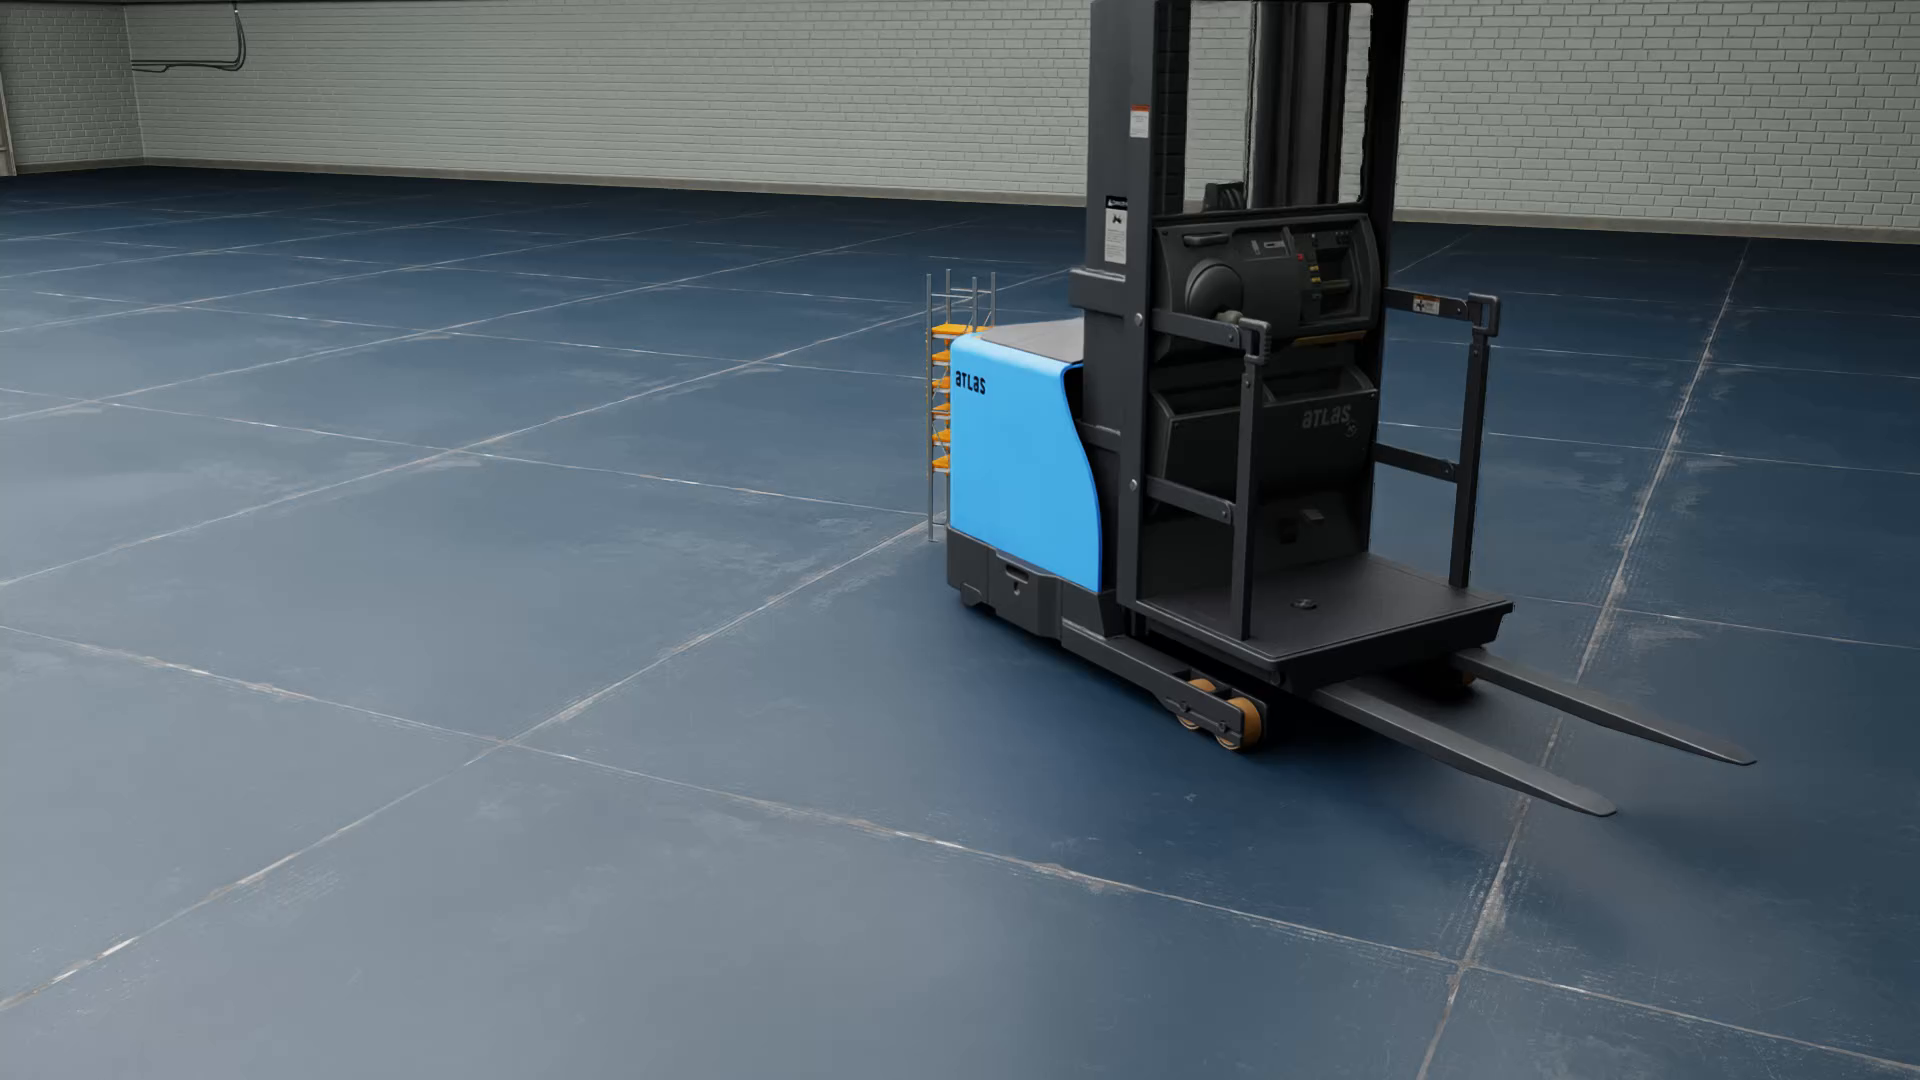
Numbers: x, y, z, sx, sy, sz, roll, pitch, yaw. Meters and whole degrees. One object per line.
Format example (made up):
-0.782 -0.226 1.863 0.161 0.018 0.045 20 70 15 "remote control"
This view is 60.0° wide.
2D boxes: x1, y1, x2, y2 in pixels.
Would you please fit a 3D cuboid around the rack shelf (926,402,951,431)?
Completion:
0.006 -0.536 7.379 0.258 0.103 0.180 8 18 25 "rack shelf"

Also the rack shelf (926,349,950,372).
0.006 -0.766 7.310 0.258 0.103 0.180 8 18 25 "rack shelf"

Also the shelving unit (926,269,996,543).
0.006 -0.579 7.366 0.258 1.200 0.189 8 18 25 "shelving unit"

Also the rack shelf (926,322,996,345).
0.006 -0.881 7.276 0.258 0.103 0.180 8 18 25 "rack shelf"

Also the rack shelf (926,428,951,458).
0.006 -0.421 7.413 0.258 0.103 0.180 8 18 25 "rack shelf"

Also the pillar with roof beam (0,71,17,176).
-12.655 -10.029 25.487 9.100 9.000 0.400 8 18 25 "pillar with roof beam"

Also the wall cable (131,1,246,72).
-14.007 -9.671 29.733 3.097 2.526 0.112 8 18 25 "wall cable"

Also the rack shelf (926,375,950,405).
0.006 -0.651 7.344 0.258 0.103 0.180 8 18 25 "rack shelf"

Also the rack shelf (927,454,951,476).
0.006 -0.306 7.447 0.258 0.103 0.180 8 18 25 "rack shelf"

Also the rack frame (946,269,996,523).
0.047 -0.602 7.444 0.240 1.200 0.006 8 18 25 "rack frame"

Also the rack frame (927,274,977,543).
-0.034 -0.556 7.287 0.240 1.200 0.006 8 18 25 "rack frame"

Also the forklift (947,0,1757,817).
1.154 -0.890 5.371 1.130 2.935 3.031 -10 19 -31 "forklift"
